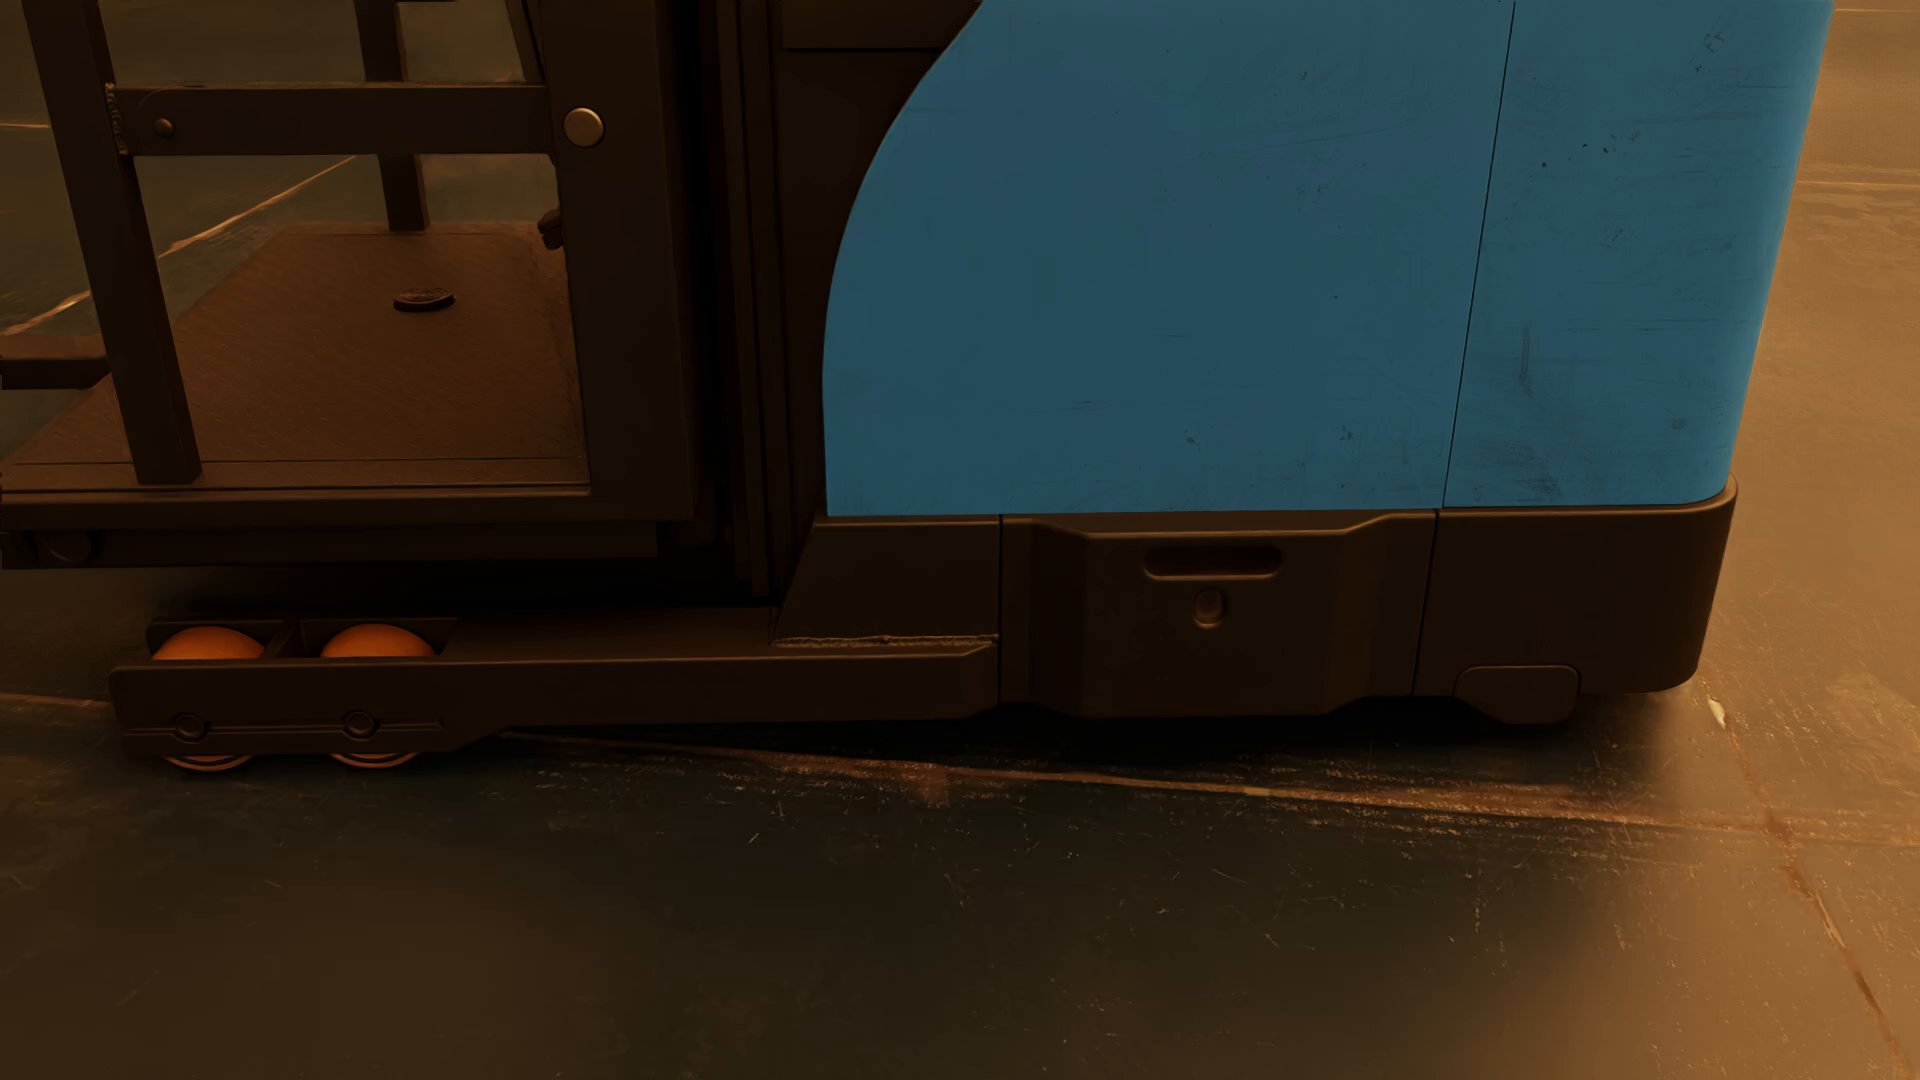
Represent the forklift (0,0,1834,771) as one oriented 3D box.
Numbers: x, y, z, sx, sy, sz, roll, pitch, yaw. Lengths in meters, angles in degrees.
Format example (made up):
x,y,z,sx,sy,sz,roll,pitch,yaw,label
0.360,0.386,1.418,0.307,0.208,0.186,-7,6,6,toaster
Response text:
x,y,z,sx,sy,sz,roll,pitch,yaw,label
-0.617,-1.280,1.783,3.031,2.935,1.130,-1,27,-2,forklift
